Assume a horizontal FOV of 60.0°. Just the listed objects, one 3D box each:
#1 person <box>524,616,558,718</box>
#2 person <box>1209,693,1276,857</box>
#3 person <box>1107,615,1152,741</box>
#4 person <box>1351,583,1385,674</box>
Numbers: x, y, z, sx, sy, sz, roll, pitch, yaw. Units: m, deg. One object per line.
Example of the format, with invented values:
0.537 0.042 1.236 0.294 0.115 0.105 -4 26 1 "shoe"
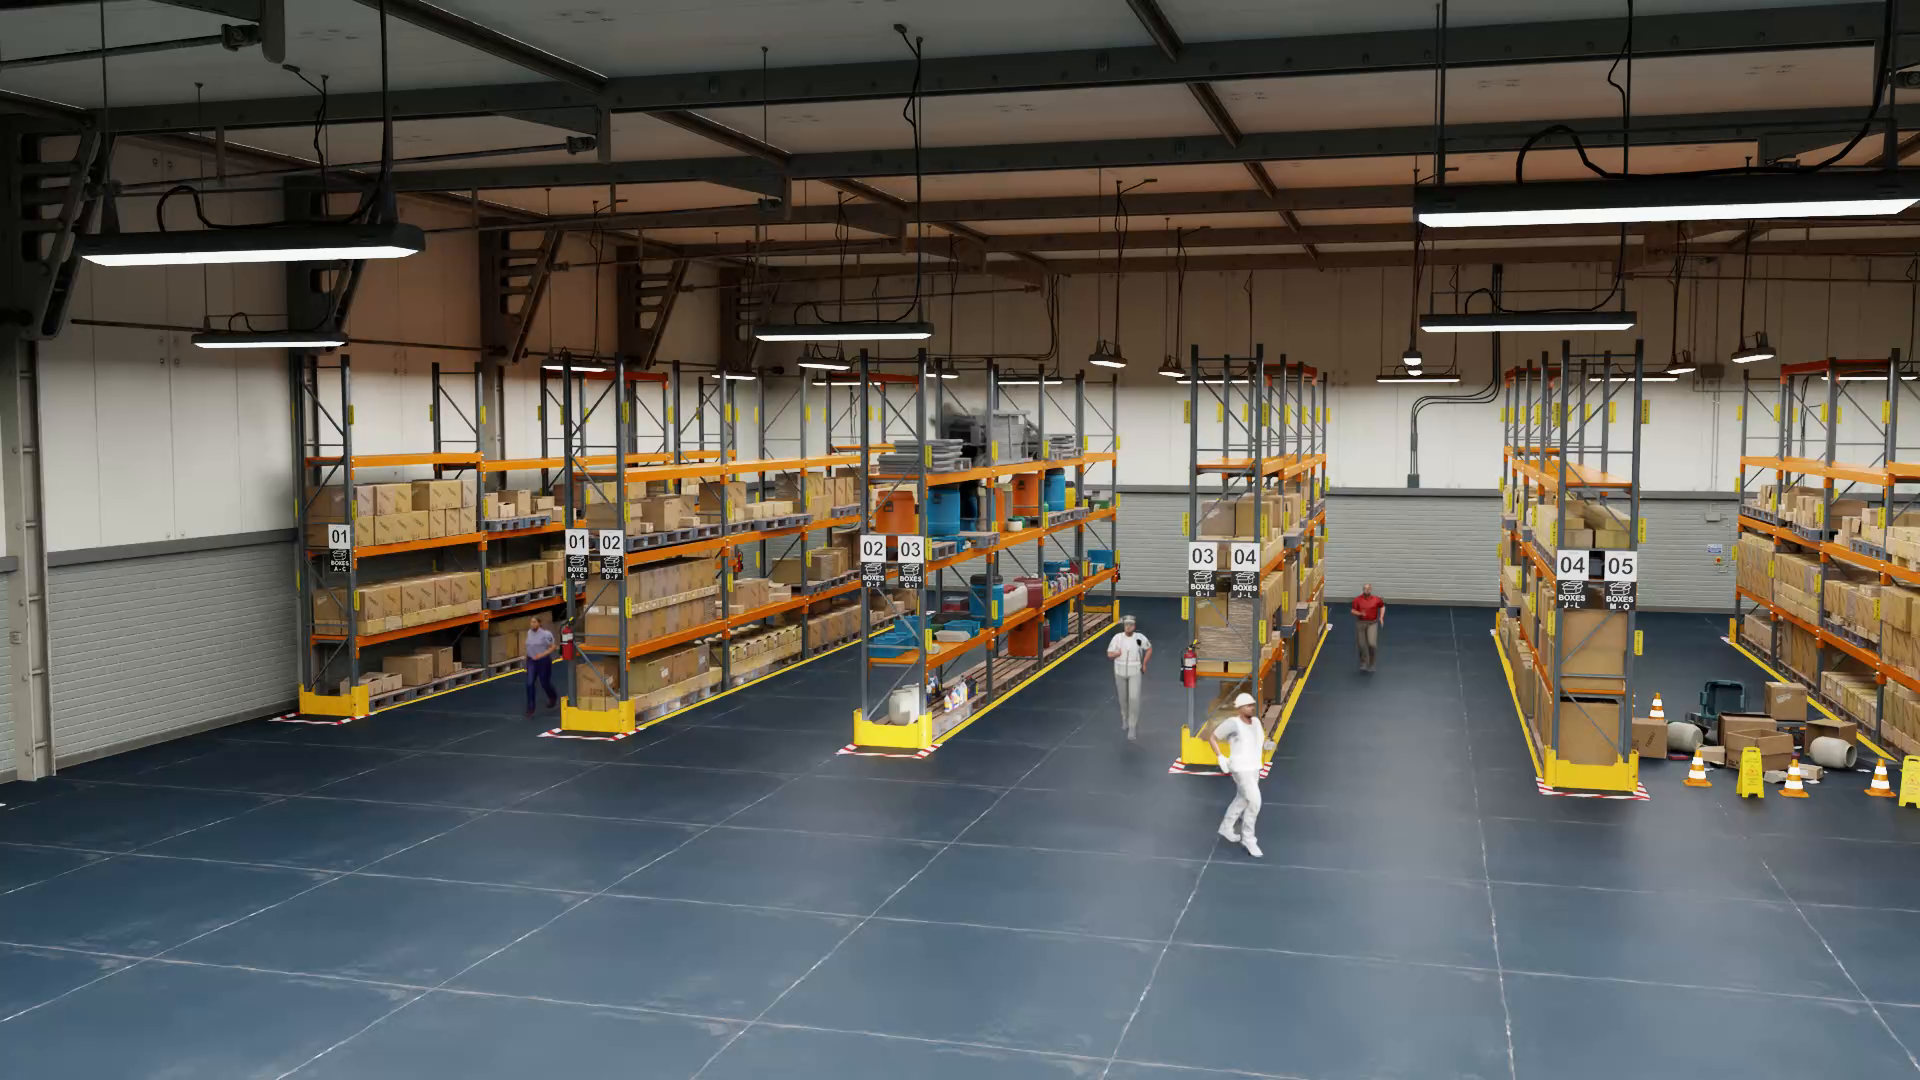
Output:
-7.008 2.090 27.860 0.603 1.678 0.856 1 4 13 "person"
3.270 2.680 19.111 0.785 1.847 0.658 4 6 43 "person"
2.548 2.043 25.095 0.645 1.840 0.762 1 4 14 "person"
7.932 1.729 32.398 0.637 1.765 0.736 1 4 18 "person"
